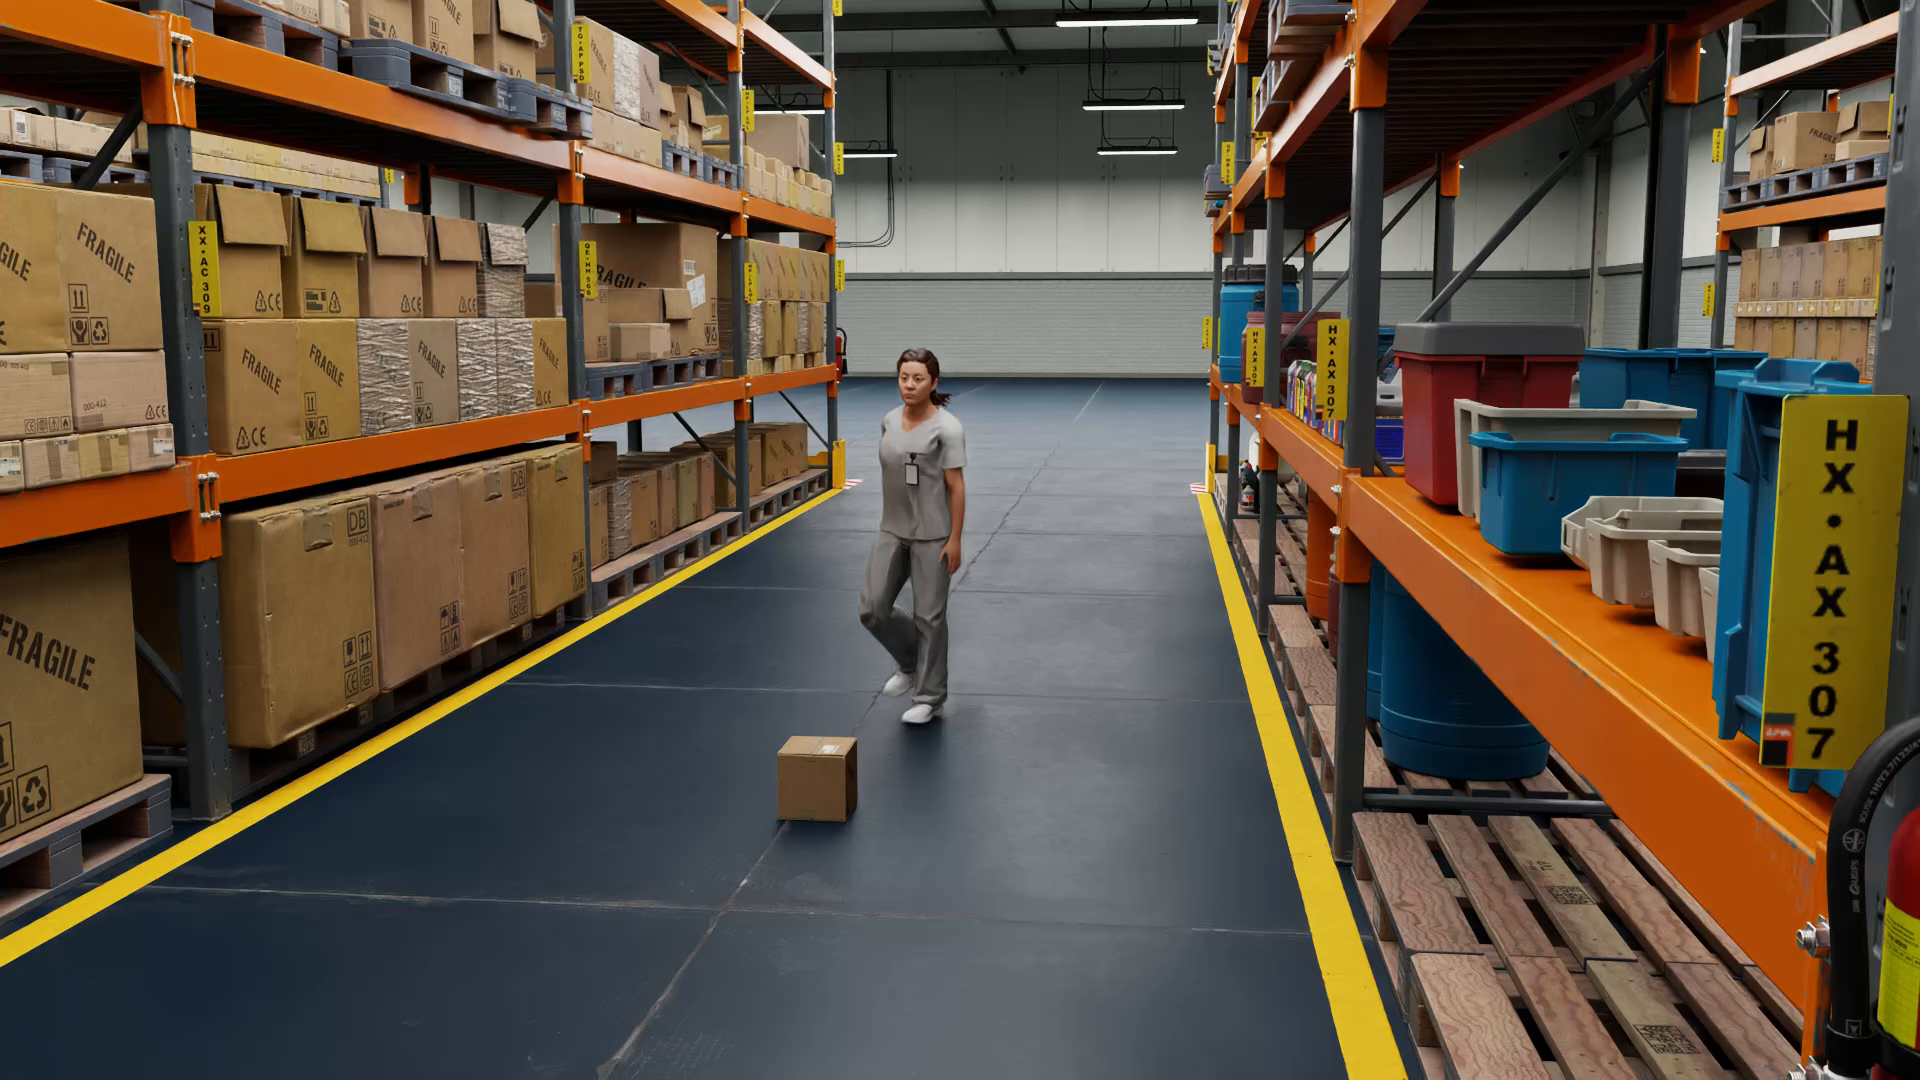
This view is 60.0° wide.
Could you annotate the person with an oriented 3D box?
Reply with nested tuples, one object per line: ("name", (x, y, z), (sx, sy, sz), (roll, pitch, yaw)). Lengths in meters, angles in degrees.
("person", (-0.163, -0.017, 7.372), (0.502, 1.663, 0.485), (5, 9, 31))
